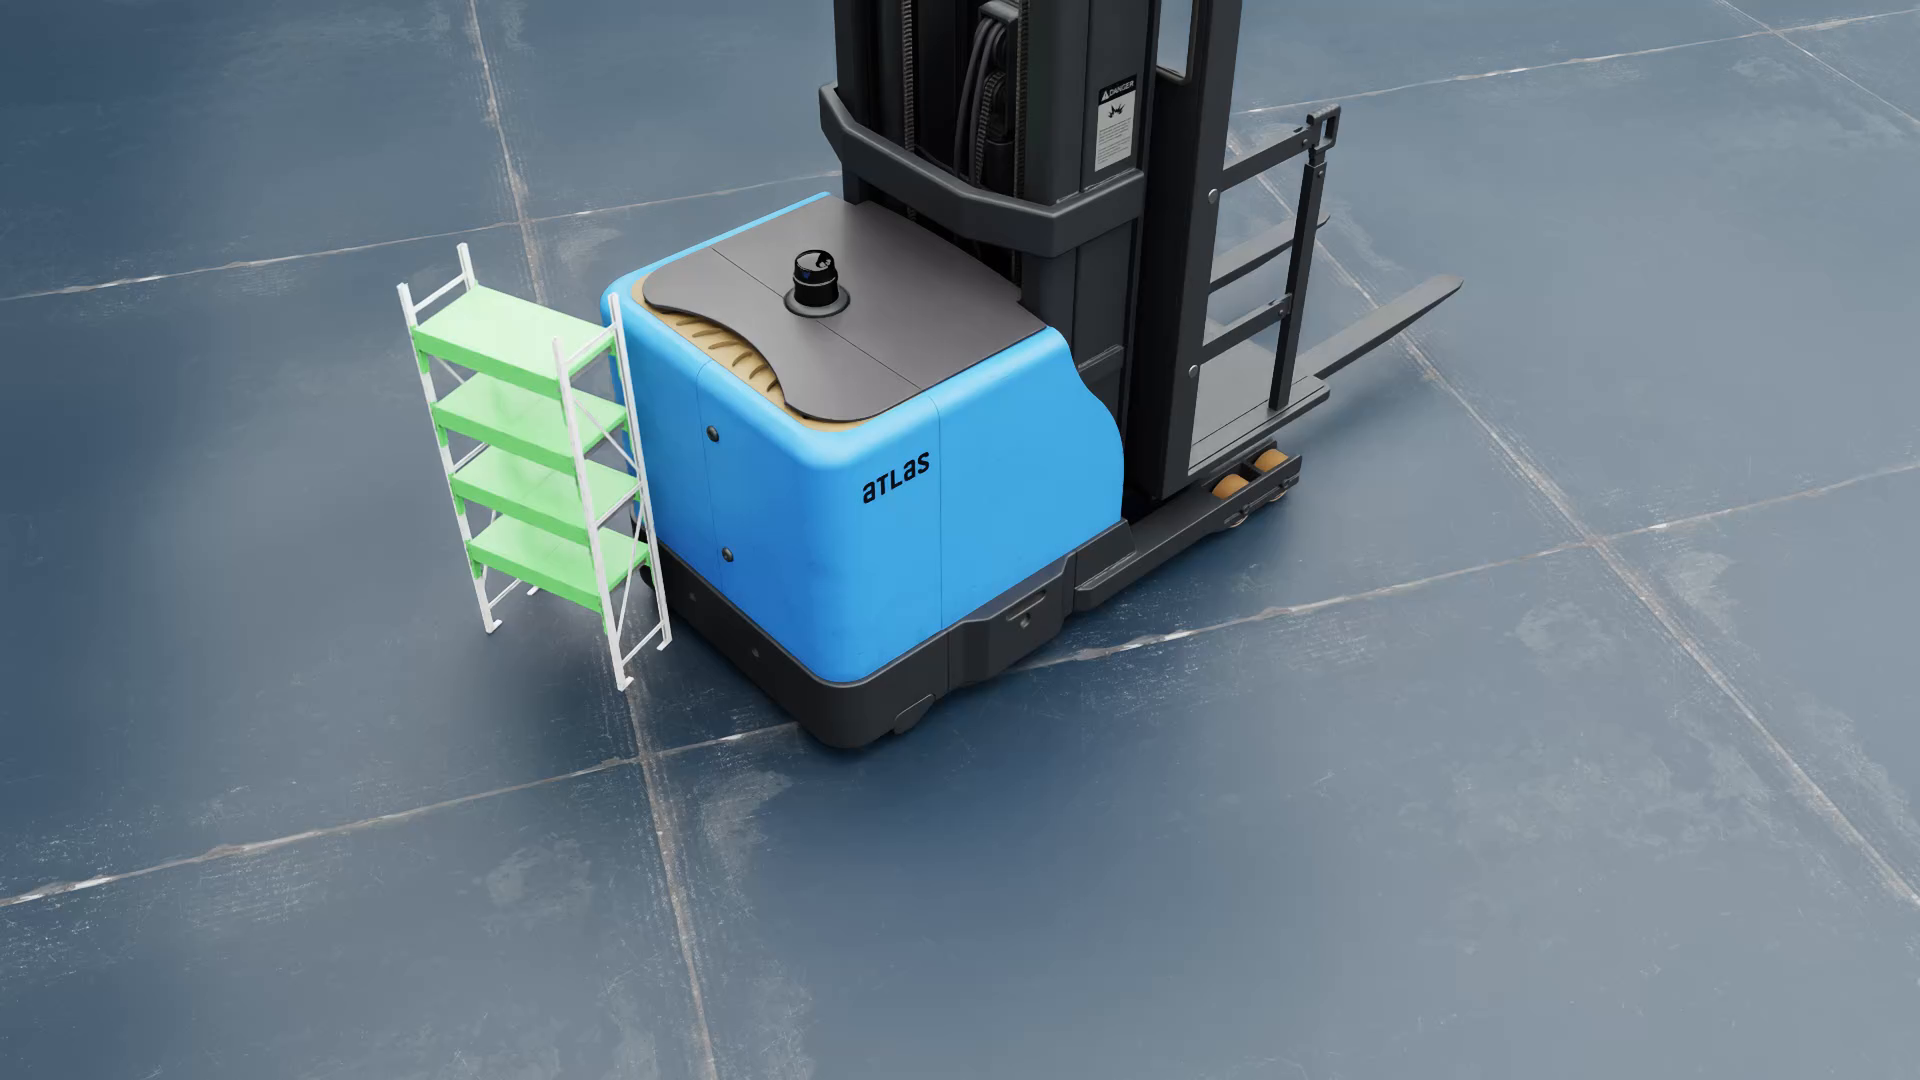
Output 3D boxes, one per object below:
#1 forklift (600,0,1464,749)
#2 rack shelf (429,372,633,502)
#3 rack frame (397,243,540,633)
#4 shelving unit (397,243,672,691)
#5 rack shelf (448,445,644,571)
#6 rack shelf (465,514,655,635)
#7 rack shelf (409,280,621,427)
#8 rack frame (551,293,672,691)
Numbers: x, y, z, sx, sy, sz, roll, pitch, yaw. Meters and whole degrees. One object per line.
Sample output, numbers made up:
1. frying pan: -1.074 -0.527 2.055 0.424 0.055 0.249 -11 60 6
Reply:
1. forklift: 0.465 -1.377 4.598 3.031 2.935 1.130 -30 49 -30
2. rack shelf: -1.127 -0.301 4.415 0.480 0.148 0.258 20 45 21
3. rack frame: -1.341 -0.246 4.619 0.015 1.200 0.240 20 45 21
4. shelving unit: -1.127 -0.168 4.530 0.503 1.200 0.258 20 45 21
5. rack shelf: -1.128 -0.120 4.572 0.480 0.148 0.258 20 45 21
6. rack shelf: -1.128 0.061 4.730 0.480 0.148 0.258 20 45 21
7. rack shelf: -1.127 -0.482 4.257 0.480 0.148 0.258 20 45 21
8. rack frame: -0.914 -0.091 4.442 0.015 1.200 0.240 20 45 21
